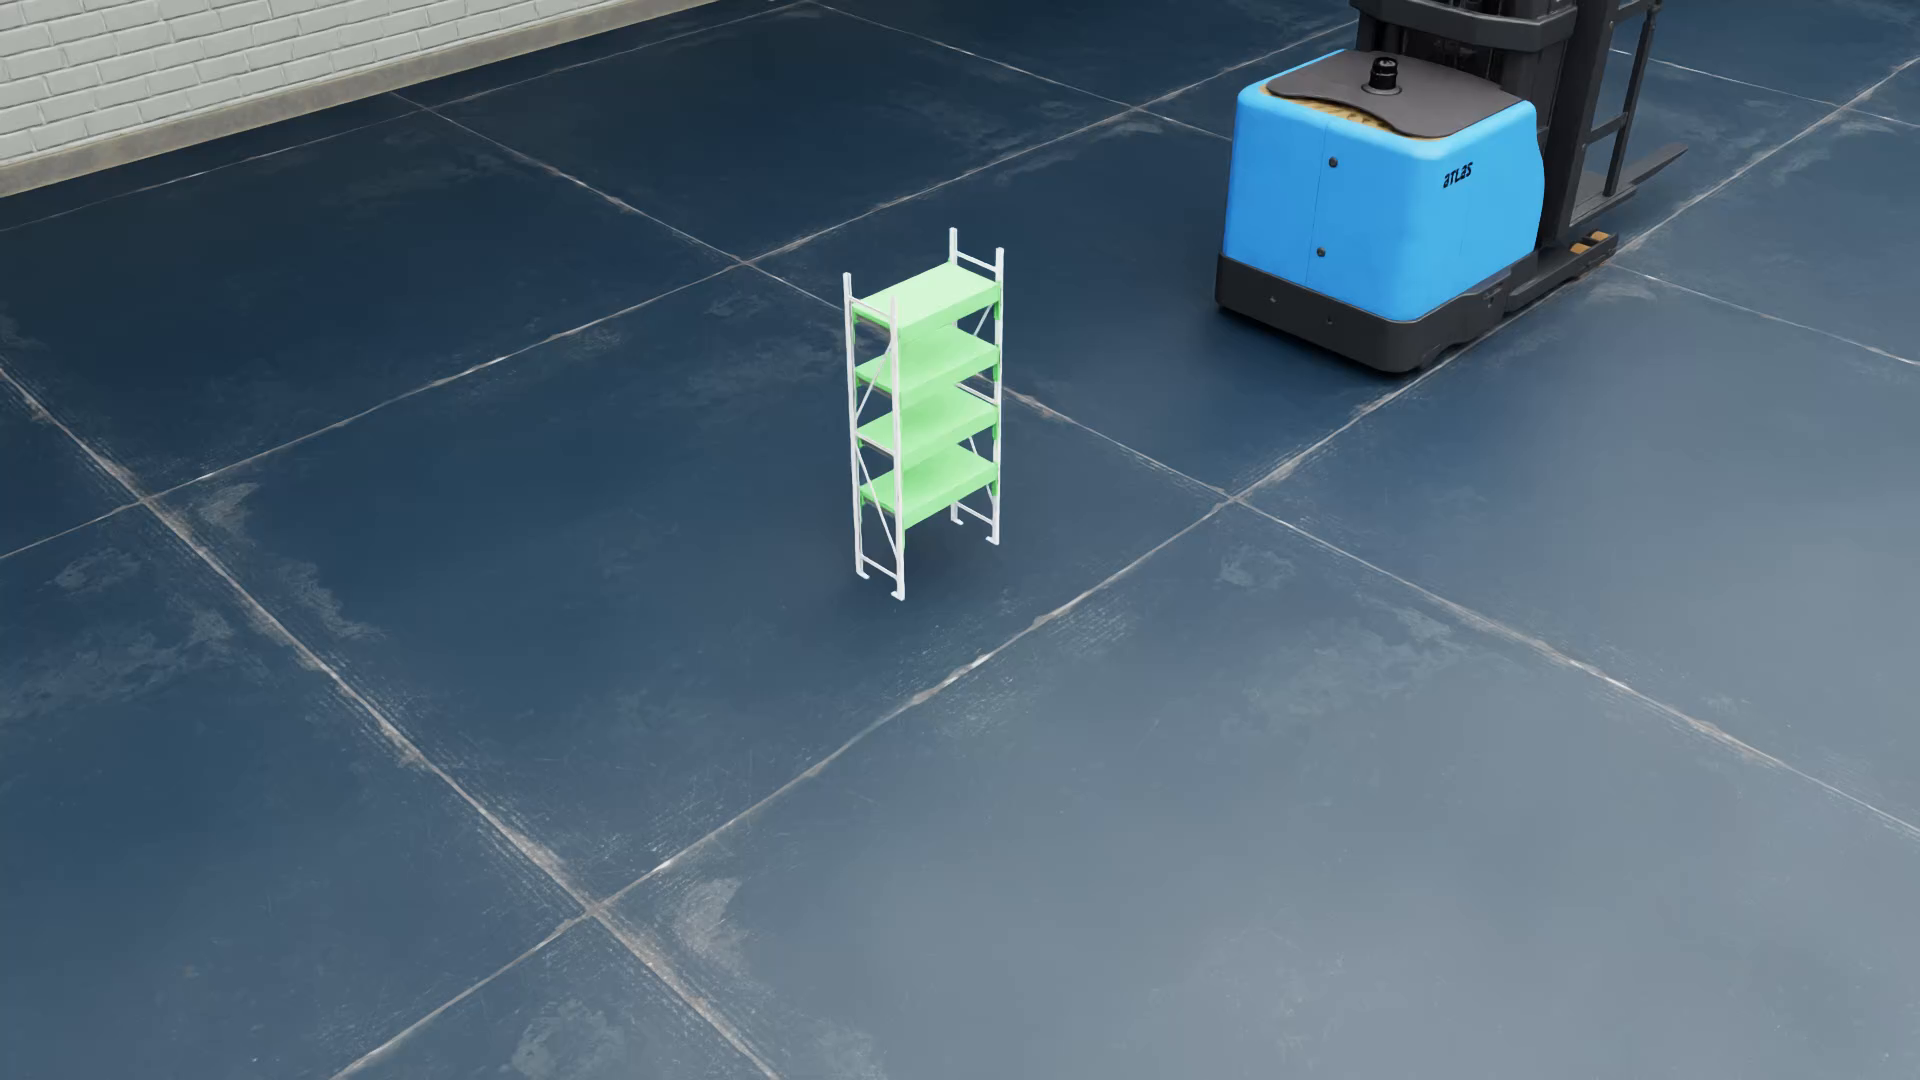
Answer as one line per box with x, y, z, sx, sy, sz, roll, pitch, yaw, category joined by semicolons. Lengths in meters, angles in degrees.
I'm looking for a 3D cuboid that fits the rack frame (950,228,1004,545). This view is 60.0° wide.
0.055;-0.524;5.952;0.240;1.200;0.015;30;45;35;rack frame

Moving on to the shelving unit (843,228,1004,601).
-0.117;-0.425;5.810;0.258;1.200;0.503;30;45;35;shelving unit

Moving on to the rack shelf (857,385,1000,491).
-0.117;-0.373;5.847;0.258;0.148;0.480;30;45;35;rack shelf

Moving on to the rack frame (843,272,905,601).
-0.289;-0.326;5.668;0.240;1.200;0.015;30;45;35;rack frame

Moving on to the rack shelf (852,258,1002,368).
-0.117;-0.766;5.572;0.258;0.148;0.480;30;45;35;rack shelf

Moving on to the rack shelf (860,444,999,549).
-0.117;-0.176;5.984;0.258;0.148;0.480;30;45;35;rack shelf

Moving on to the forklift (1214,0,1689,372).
2.586;-2.660;7.502;3.031;2.935;1.130;-29;44;-35;forklift

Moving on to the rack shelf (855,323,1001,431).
-0.117;-0.569;5.710;0.258;0.148;0.480;30;45;35;rack shelf
